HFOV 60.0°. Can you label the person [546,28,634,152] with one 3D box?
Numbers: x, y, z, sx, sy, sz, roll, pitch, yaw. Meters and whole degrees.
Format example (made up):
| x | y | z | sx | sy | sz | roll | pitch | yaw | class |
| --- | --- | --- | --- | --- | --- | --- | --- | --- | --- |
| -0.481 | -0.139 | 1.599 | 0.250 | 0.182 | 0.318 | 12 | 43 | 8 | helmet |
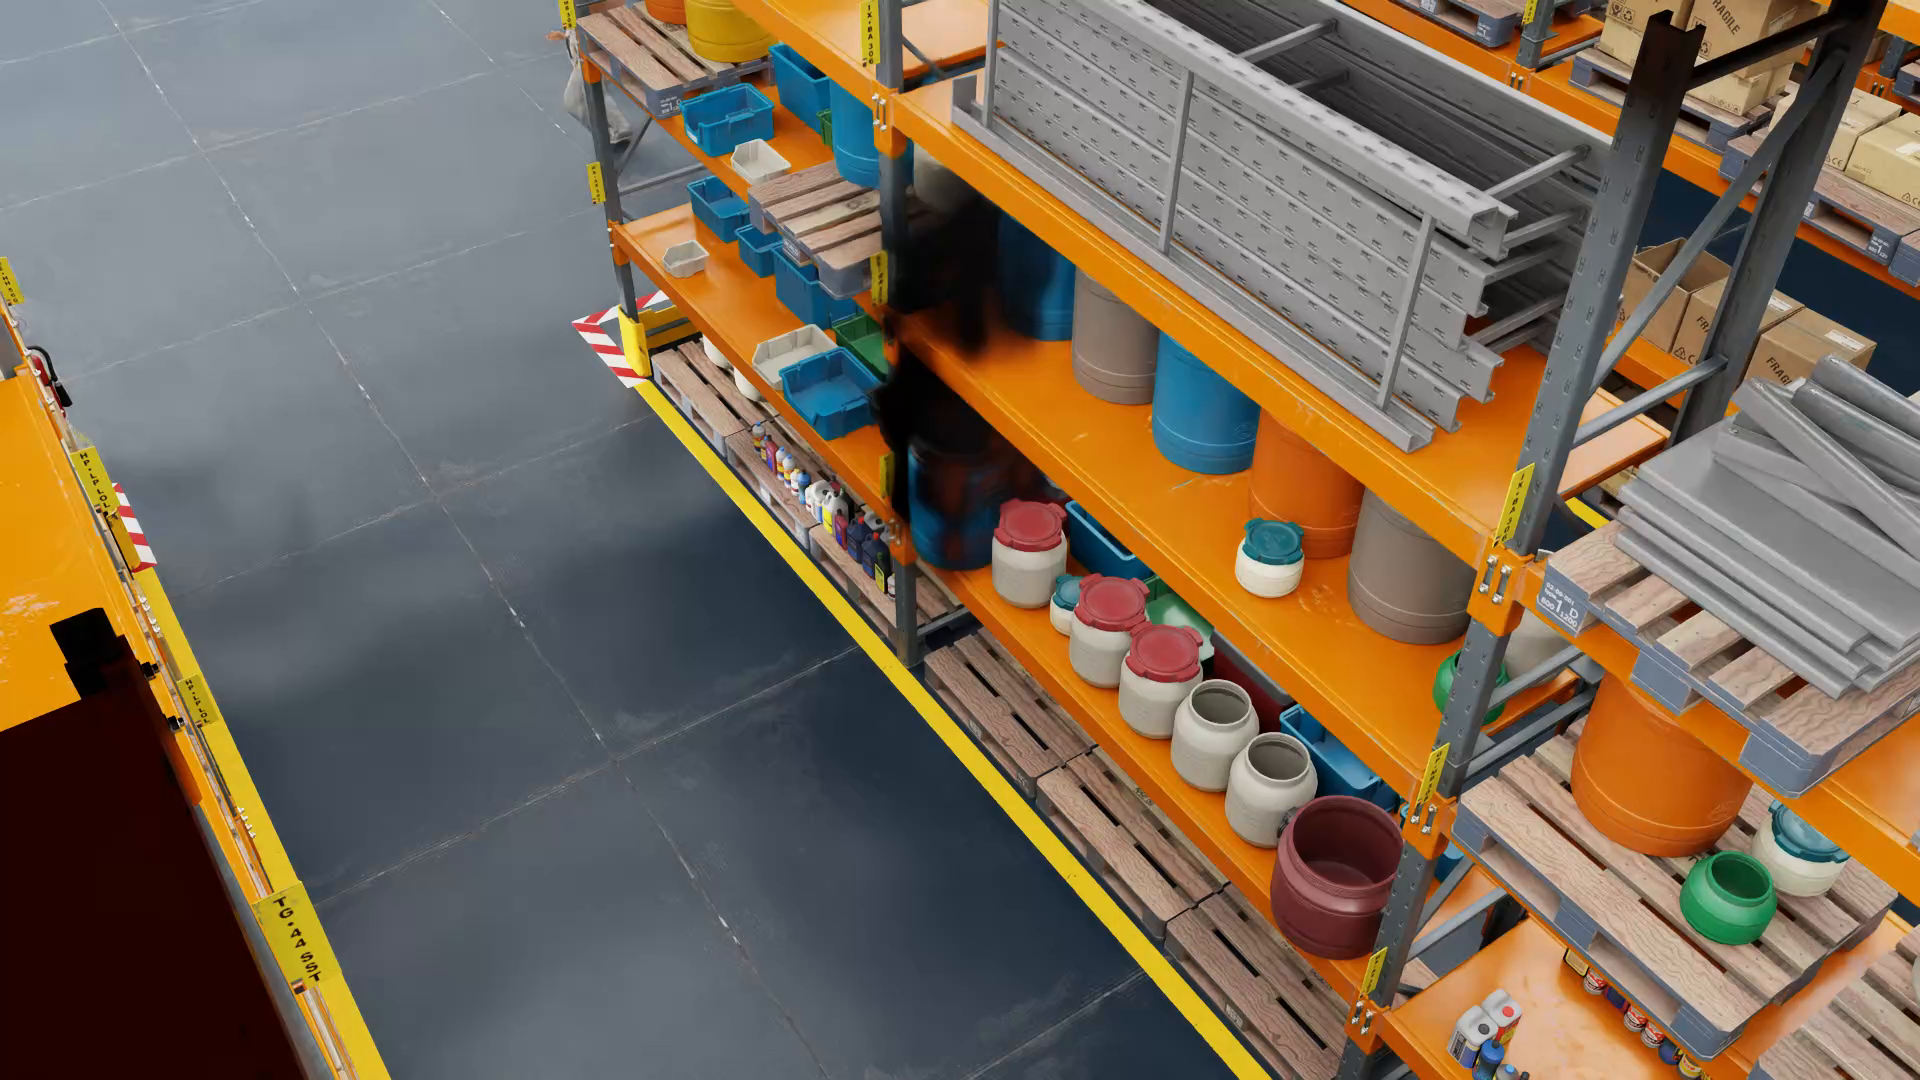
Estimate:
| x | y | z | sx | sy | sz | roll | pitch | yaw | class |
| --- | --- | --- | --- | --- | --- | --- | --- | --- | --- |
| -3.427 | -4.350 | 15.280 | 0.665 | 1.660 | 0.571 | -6 | 43 | -7 | person |
